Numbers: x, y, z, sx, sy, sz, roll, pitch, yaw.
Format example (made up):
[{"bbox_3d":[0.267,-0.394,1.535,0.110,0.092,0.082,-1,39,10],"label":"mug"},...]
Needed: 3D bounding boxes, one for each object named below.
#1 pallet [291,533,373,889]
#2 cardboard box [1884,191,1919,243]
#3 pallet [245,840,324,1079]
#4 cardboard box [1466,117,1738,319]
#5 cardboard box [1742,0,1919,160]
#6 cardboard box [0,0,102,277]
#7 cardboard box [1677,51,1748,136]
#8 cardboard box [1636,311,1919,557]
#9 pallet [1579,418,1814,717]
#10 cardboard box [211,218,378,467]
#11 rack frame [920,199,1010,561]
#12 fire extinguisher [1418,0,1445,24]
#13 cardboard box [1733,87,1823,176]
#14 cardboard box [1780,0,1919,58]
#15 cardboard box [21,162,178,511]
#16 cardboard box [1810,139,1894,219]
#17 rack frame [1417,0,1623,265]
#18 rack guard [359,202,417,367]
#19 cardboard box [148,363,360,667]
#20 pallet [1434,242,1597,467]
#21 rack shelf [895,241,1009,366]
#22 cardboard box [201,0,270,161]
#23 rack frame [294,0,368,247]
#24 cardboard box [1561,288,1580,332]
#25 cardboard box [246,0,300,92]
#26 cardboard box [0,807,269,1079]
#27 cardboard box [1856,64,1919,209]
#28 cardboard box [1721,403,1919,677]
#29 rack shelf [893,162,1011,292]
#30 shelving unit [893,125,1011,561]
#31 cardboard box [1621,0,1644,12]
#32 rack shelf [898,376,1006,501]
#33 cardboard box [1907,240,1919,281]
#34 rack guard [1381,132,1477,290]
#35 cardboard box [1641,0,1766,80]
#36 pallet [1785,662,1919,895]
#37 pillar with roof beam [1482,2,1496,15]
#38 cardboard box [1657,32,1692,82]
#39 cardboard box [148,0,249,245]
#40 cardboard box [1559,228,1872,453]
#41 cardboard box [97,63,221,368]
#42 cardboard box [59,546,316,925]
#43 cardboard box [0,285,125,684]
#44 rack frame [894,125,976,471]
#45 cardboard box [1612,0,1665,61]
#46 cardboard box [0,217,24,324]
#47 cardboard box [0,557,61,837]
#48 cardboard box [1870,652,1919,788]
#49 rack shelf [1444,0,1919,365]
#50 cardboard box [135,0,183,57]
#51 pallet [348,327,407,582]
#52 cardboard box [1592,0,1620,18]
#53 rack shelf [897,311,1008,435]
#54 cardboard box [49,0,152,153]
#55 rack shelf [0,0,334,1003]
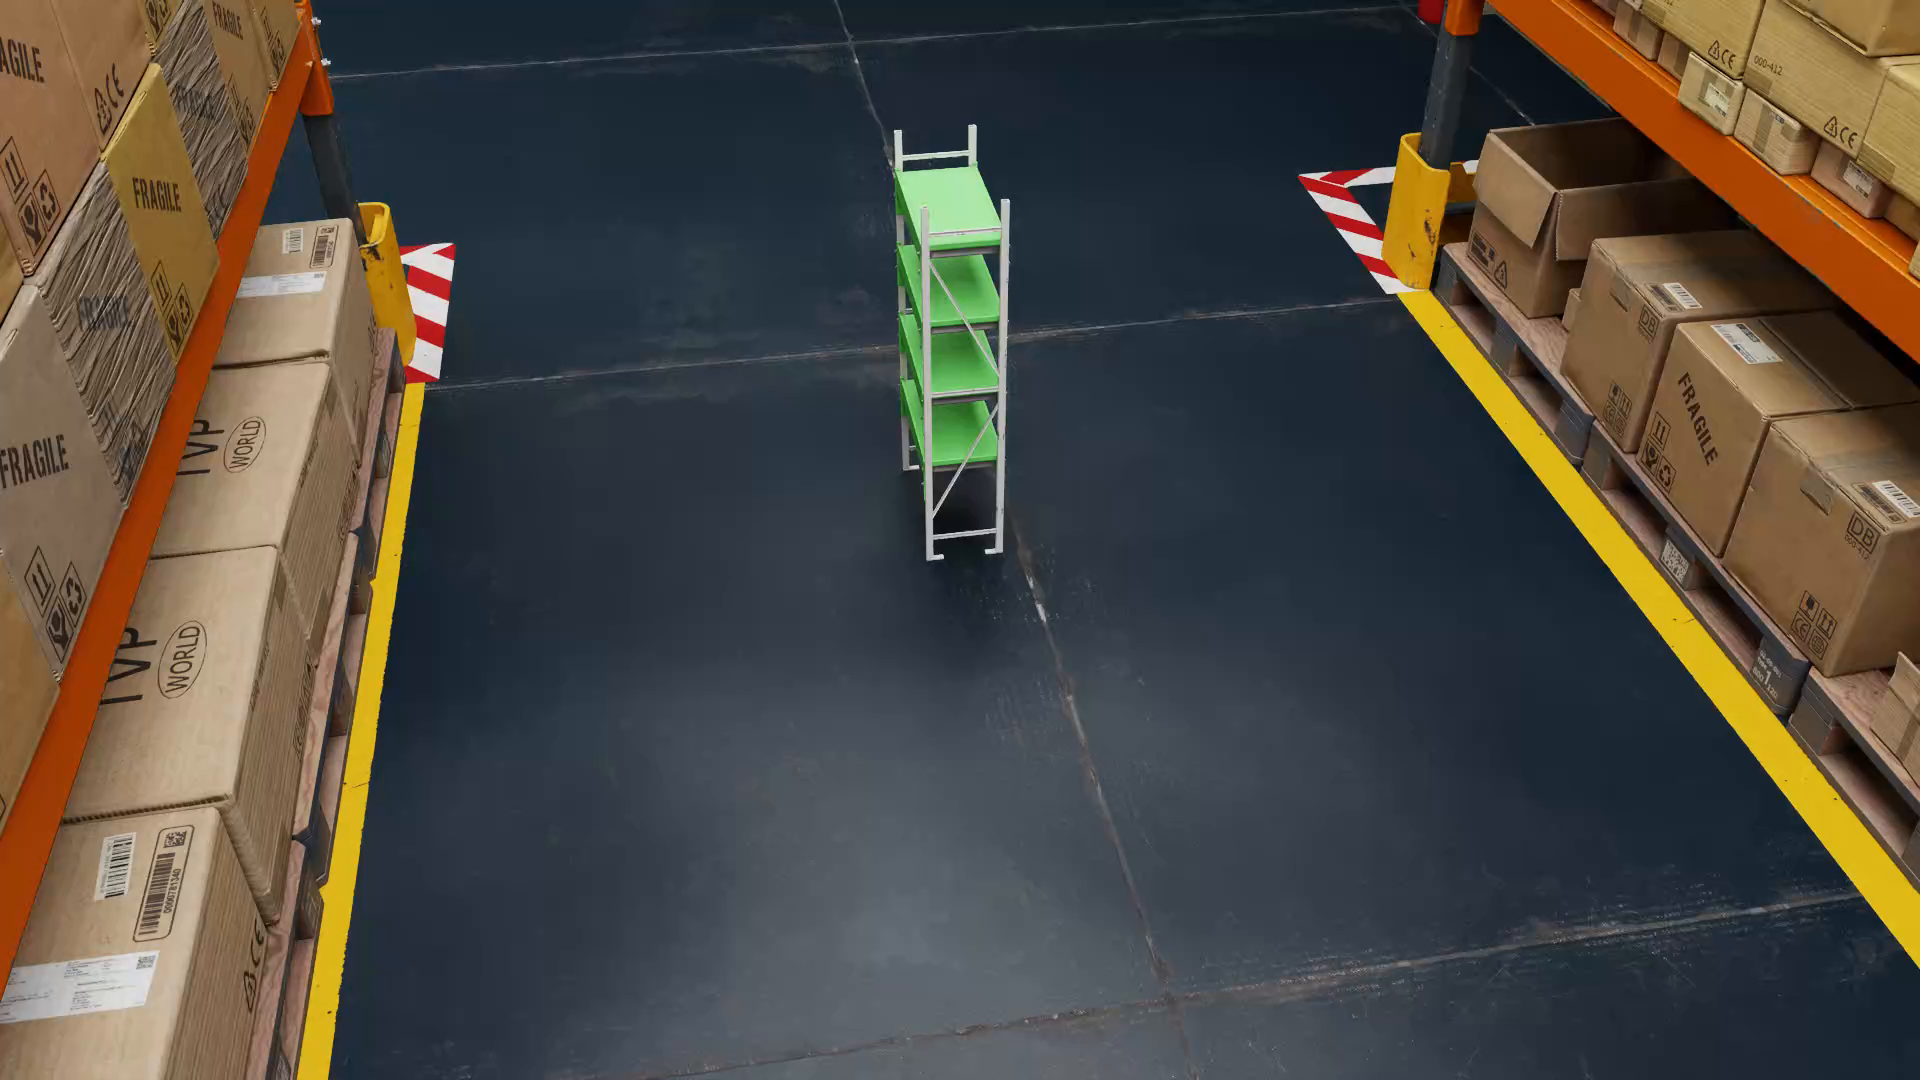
[{"bbox_3d":[-2.172,0.477,4.464,1.003,0.211,1.213,-6,38,-8],"label":"pallet"},{"bbox_3d":[2.519,-0.811,4.053,0.380,0.149,0.250,-6,38,-7],"label":"cardboard box"},{"bbox_3d":[-1.955,1.215,3.514,1.003,0.211,1.213,-6,38,-8],"label":"pallet"},{"bbox_3d":[2.300,-1.171,6.005,0.797,0.503,0.637,-8,38,-10],"label":"cardboard box"},{"bbox_3d":[2.392,-1.209,4.241,0.500,0.250,0.500,-7,38,-9],"label":"cardboard box"},{"bbox_3d":[-1.905,-0.783,2.916,0.500,0.500,0.500,-6,38,-7],"label":"cardboard box"},{"bbox_3d":[2.250,-1.260,4.631,0.380,0.149,0.250,-7,38,-9],"label":"cardboard box"},{"bbox_3d":[2.406,-0.319,4.911,0.500,0.500,0.500,-6,38,-7],"label":"cardboard box"},{"bbox_3d":[2.651,-0.007,5.087,1.003,0.211,1.213,-6,38,-8],"label":"pallet"},{"bbox_3d":[-2.386,-0.601,5.324,0.875,0.438,0.875,-7,38,-9],"label":"cardboard box"},{"bbox_3d":[0.014,-0.426,4.821,0.240,1.200,0.015,-6,38,-8],"label":"rack frame"},{"bbox_3d":[1.805,-2.232,6.045,0.296,0.674,0.183,-6,38,-8],"label":"fire extinguisher"},{"bbox_3d":[2.317,-1.103,4.429,0.380,0.149,0.250,-5,38,-7],"label":"cardboard box"},{"bbox_3d":[2.364,-1.516,4.025,0.500,0.500,0.500,-5,38,-7],"label":"cardboard box"},{"bbox_3d":[-1.888,-0.375,3.206,0.500,0.500,0.500,-6,38,-8],"label":"cardboard box"},{"bbox_3d":[2.430,-0.955,4.239,0.380,0.149,0.250,-6,38,-8],"label":"cardboard box"},{"bbox_3d":[2.286,-2.370,5.856,1.000,3.000,0.127,-6,38,-8],"label":"rack frame"},{"bbox_3d":[-2.604,-0.862,5.952,1.175,0.500,0.348,-6,38,-8],"label":"rack guard"},{"bbox_3d":[-2.217,-0.049,4.614,0.875,0.438,0.875,-5,38,-7],"label":"cardboard box"},{"bbox_3d":[2.440,-0.742,6.033,1.003,0.211,1.213,-6,38,-8],"label":"pallet"},{"bbox_3d":[-0.029,-0.713,4.903,0.258,0.148,0.480,-6,38,-8],"label":"rack shelf"},{"bbox_3d":[-2.182,-1.306,4.405,0.500,0.500,0.500,-7,38,-9],"label":"cardboard box"},{"bbox_3d":[-2.600,-1.834,5.166,1.000,3.000,0.127,-6,38,-8],"label":"rack frame"},{"bbox_3d":[2.336,-0.770,5.778,0.380,0.149,0.250,-8,38,-10],"label":"cardboard box"},{"bbox_3d":[-2.255,-1.611,4.797,0.500,0.500,0.500,-6,38,-8],"label":"cardboard box"},{"bbox_3d":[-1.903,1.037,3.217,0.875,0.438,0.875,-7,38,-9],"label":"cardboard box"},{"bbox_3d":[2.481,-0.898,3.840,0.500,0.250,0.500,-6,38,-8],"label":"cardboard box"},{"bbox_3d":[2.593,-0.022,4.529,0.700,0.500,0.500,-8,38,-10],"label":"cardboard box"},{"bbox_3d":[-0.029,-0.902,4.755,0.258,0.148,0.480,-6,38,-8],"label":"rack shelf"},{"bbox_3d":[-0.029,-0.574,5.011,0.258,1.200,0.503,-6,38,-8],"label":"shelving unit"},{"bbox_3d":[2.189,-1.821,5.029,0.500,0.250,0.500,-6,38,-7],"label":"cardboard box"},{"bbox_3d":[-0.029,-0.334,5.197,0.258,0.148,0.480,-6,38,-8],"label":"rack shelf"},{"bbox_3d":[2.455,-0.643,3.837,0.380,0.149,0.250,-7,38,-9],"label":"cardboard box"},{"bbox_3d":[2.299,-1.337,6.564,1.175,0.500,0.348,-6,38,-8],"label":"rack guard"},{"bbox_3d":[2.281,-1.515,4.635,0.500,0.250,0.500,-7,38,-9],"label":"cardboard box"},{"bbox_3d":[2.868,0.732,4.136,1.003,0.211,1.213,-6,38,-8],"label":"pallet"},{"bbox_3d":[-1.538,-6.002,5.641,9.100,9.000,0.400,-6,38,-8],"label":"pillar with roof beam"},{"bbox_3d":[2.280,-1.421,4.838,0.380,0.149,0.250,-6,38,-7],"label":"cardboard box"},{"bbox_3d":[-2.082,-0.997,4.006,0.500,0.500,0.500,-5,38,-7],"label":"cardboard box"},{"bbox_3d":[2.411,-0.649,5.336,0.700,0.500,0.500,-5,38,-6],"label":"cardboard box"},{"bbox_3d":[-1.979,-0.686,3.607,0.500,0.500,0.500,-5,38,-7],"label":"cardboard box"},{"bbox_3d":[-2.061,0.496,3.912,0.875,0.438,0.875,-7,38,-9],"label":"cardboard box"},{"bbox_3d":[-1.808,-0.074,2.819,0.500,0.500,0.500,-6,38,-8],"label":"cardboard box"},{"bbox_3d":[-0.072,-0.721,5.200,0.240,1.200,0.015,-6,38,-8],"label":"rack frame"},{"bbox_3d":[2.228,-1.580,5.044,0.380,0.149,0.250,-5,38,-7],"label":"cardboard box"},{"bbox_3d":[-1.826,-0.472,2.516,0.500,0.500,0.500,-7,38,-9],"label":"cardboard box"},{"bbox_3d":[-1.723,0.231,2.427,0.500,0.500,0.500,-5,38,-6],"label":"cardboard box"},{"bbox_3d":[2.538,0.439,4.126,0.396,0.266,0.258,-5,38,-6],"label":"cardboard box"},{"bbox_3d":[2.637,-0.878,4.522,1.077,0.370,4.000,-6,38,-8],"label":"rack shelf"},{"bbox_3d":[-2.077,-1.392,3.700,0.500,0.500,0.500,-6,38,-8],"label":"cardboard box"},{"bbox_3d":[-2.383,-0.259,5.411,1.003,0.211,1.213,-6,38,-8],"label":"pallet"},{"bbox_3d":[2.244,-1.740,5.249,0.380,0.149,0.250,-7,38,-9],"label":"cardboard box"},{"bbox_3d":[-0.029,-0.523,5.050,0.258,0.148,0.480,-6,38,-8],"label":"rack shelf"},{"bbox_3d":[-1.991,-1.088,3.308,0.500,0.500,0.500,-6,38,-8],"label":"cardboard box"},{"bbox_3d":[-2.250,-0.342,3.832,1.077,0.370,4.000,-6,38,-8],"label":"rack shelf"}]
